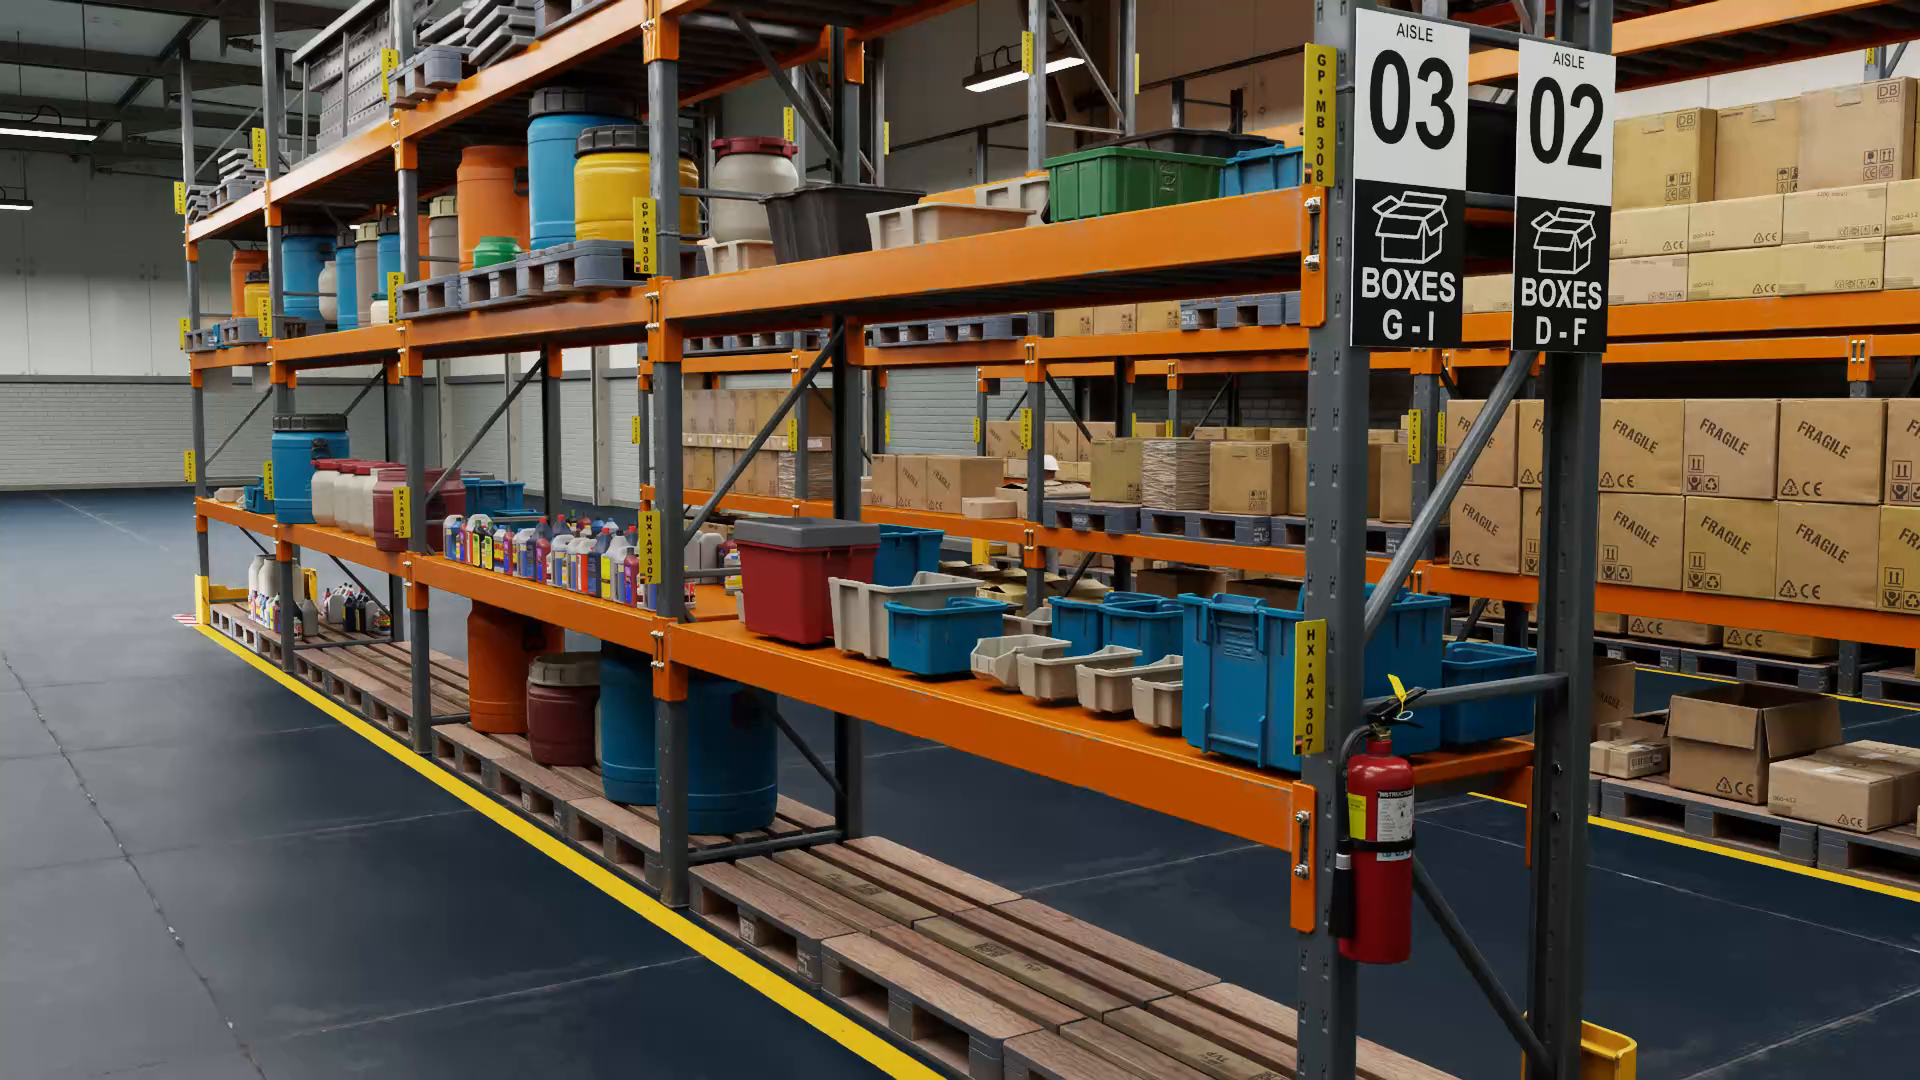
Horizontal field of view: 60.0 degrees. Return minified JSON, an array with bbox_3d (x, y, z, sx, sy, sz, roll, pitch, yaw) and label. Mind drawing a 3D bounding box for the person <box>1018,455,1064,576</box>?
[{"bbox_3d":[0.813,0.025,16.862,0.579,1.767,0.464,-3,6,-37],"label":"person"}]
